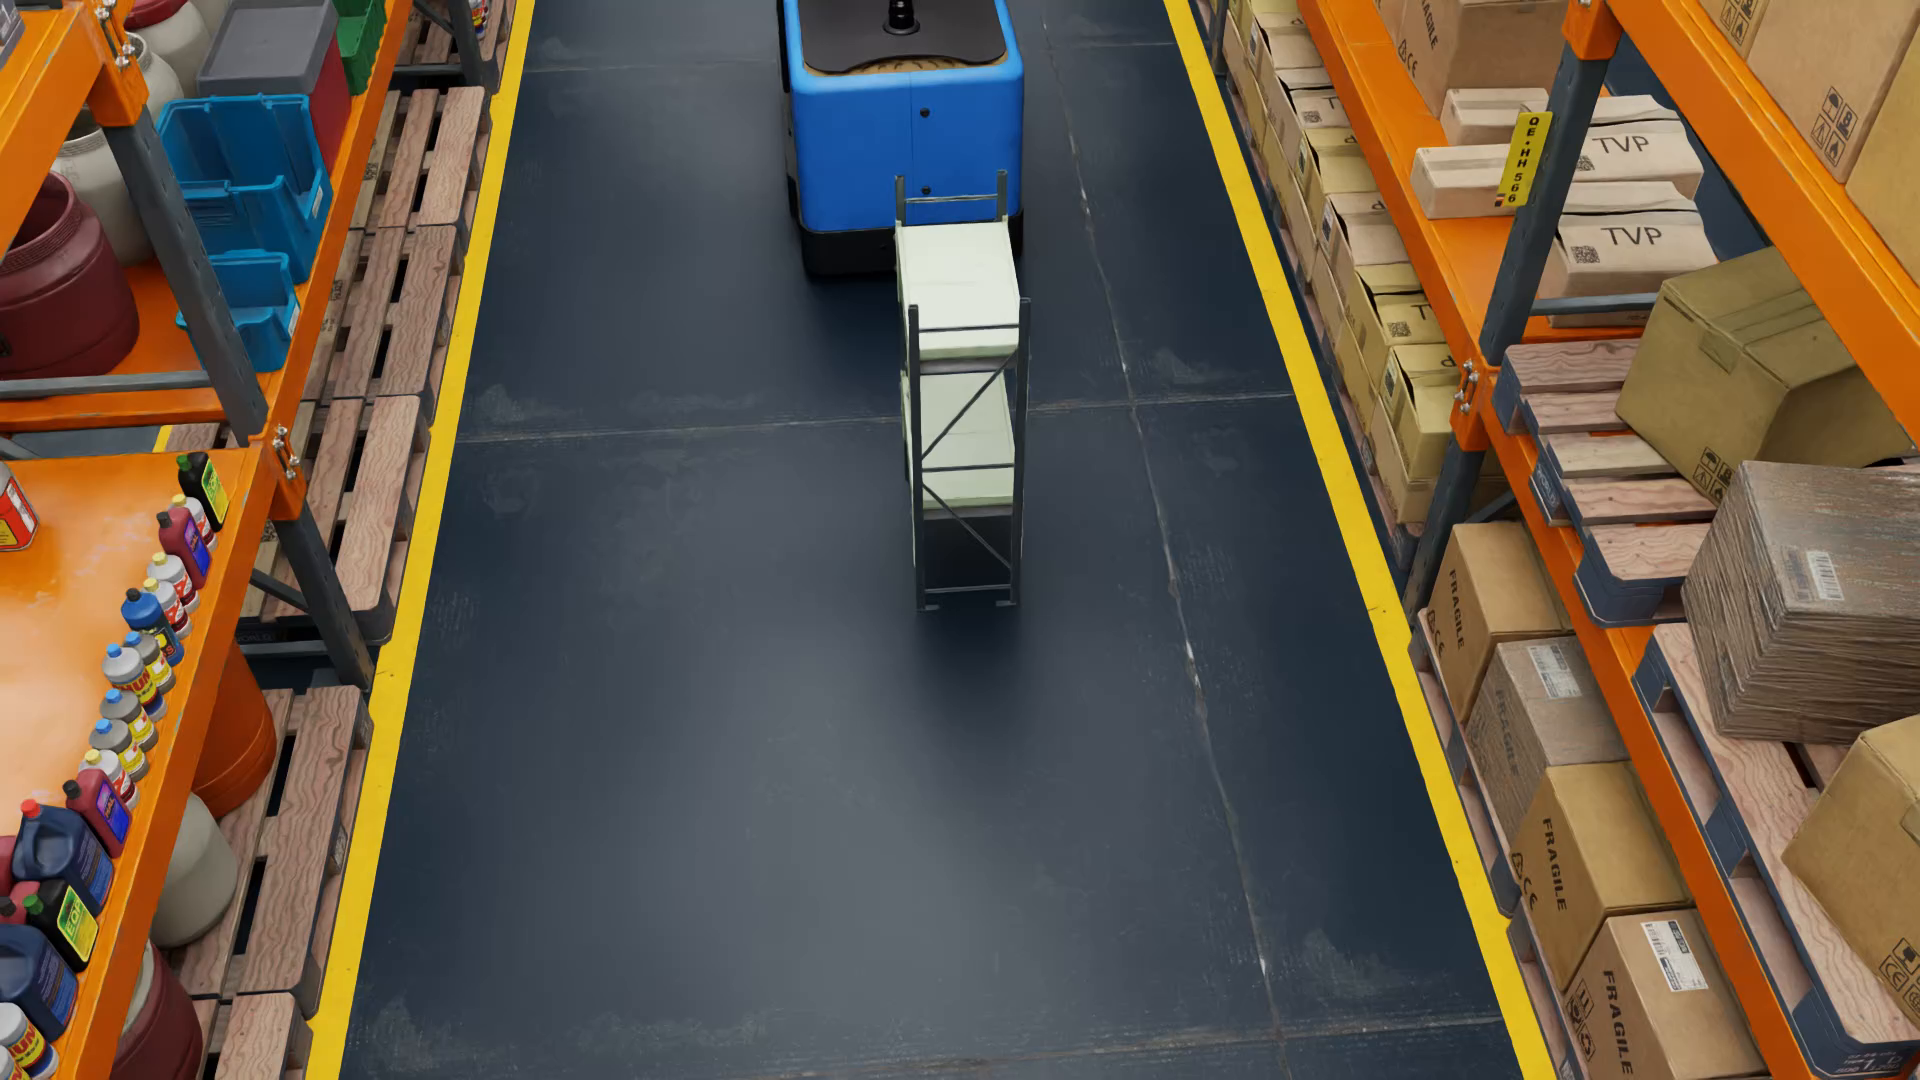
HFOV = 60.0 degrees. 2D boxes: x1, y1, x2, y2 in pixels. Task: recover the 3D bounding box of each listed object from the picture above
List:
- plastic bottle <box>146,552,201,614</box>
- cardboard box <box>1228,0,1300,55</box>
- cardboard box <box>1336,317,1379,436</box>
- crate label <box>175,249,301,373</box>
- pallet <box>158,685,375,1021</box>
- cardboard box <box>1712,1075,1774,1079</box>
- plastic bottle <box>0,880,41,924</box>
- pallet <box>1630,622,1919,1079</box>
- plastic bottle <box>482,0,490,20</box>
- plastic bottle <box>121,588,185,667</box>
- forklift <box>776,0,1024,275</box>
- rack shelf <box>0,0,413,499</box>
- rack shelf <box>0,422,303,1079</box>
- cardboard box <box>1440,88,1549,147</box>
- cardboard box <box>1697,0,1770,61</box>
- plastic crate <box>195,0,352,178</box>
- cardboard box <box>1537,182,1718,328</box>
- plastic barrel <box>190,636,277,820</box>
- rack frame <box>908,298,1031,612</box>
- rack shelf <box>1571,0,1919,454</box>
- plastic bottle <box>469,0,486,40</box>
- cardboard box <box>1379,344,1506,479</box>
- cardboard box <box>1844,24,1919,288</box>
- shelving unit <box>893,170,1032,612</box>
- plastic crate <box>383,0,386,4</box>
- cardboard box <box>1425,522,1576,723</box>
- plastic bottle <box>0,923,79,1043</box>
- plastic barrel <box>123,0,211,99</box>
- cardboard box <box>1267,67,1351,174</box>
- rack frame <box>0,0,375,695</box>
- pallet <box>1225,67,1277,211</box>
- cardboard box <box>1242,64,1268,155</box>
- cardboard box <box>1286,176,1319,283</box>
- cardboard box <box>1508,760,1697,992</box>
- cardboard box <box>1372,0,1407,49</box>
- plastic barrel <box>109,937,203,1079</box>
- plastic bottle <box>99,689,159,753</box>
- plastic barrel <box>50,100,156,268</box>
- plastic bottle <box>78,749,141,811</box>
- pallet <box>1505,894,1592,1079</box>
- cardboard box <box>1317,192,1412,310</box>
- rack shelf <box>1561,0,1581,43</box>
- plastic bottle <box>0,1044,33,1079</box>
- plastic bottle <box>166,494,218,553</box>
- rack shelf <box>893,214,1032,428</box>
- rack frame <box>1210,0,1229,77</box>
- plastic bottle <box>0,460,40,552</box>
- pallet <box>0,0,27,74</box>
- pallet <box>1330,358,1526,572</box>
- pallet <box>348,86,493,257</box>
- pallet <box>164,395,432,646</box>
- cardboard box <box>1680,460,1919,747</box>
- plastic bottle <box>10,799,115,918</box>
[{"bbox_3d":[-2.235,0.115,4.712,0.097,0.201,0.097,0,47,0],"label":"plastic bottle"},{"bbox_3d":[1.683,-2.741,8.499,0.500,0.311,0.500,-3,47,-3],"label":"cardboard box"},{"bbox_3d":[1.897,-0.707,6.958,0.500,0.250,0.500,-4,47,-4],"label":"cardboard box"},{"bbox_3d":[-2.367,-0.741,5.502,0.303,0.233,0.416,-3,47,-3],"label":"crate label"},{"bbox_3d":[-2.598,1.055,5.605,1.003,0.211,1.213,-3,47,-3],"label":"pallet"},{"bbox_3d":[2.164,1.772,4.425,0.500,0.500,0.500,-3,47,-3],"label":"cardboard box"},{"bbox_3d":[-2.185,0.896,3.916,0.061,0.283,0.133,-3,47,-3],"label":"plastic bottle"},{"bbox_3d":[2.398,0.703,4.151,1.003,0.211,1.213,-3,47,-3],"label":"pallet"},{"bbox_3d":[-2.647,-2.959,9.111,0.097,0.201,0.097,0,47,0],"label":"plastic bottle"},{"bbox_3d":[-2.219,0.232,4.553,0.097,0.271,0.097,0,47,0],"label":"plastic bottle"},{"bbox_3d":[-0.396,-3.336,7.891,1.130,2.935,3.031,-5,47,-5],"label":"forklift"},{"bbox_3d":[-2.873,-1.671,6.762,1.077,0.370,4.000,-3,47,-3],"label":"rack shelf"},{"bbox_3d":[-2.538,1.223,4.021,1.077,0.370,4.000,-3,47,-3],"label":"rack shelf"},{"bbox_3d":[2.068,-1.603,6.375,0.380,0.149,0.250,0,47,0],"label":"cardboard box"},{"bbox_3d":[2.301,-1.522,3.991,0.910,0.500,0.500,-3,47,-3],"label":"cardboard box"},{"bbox_3d":[-2.536,-1.681,6.232,0.402,0.464,0.583,-3,47,-3],"label":"plastic crate"},{"bbox_3d":[2.244,-1.005,5.697,0.500,0.311,0.500,-1,47,-1],"label":"cardboard box"},{"bbox_3d":[-2.647,0.483,5.432,0.600,0.830,0.708,-3,47,-3],"label":"plastic barrel"},{"bbox_3d":[0.030,-0.256,5.959,0.400,1.500,0.023,-3,47,-3],"label":"rack frame"},{"bbox_3d":[2.399,-0.107,3.215,1.077,0.370,4.000,-3,47,-3],"label":"rack shelf"},{"bbox_3d":[-2.630,-2.836,8.946,0.097,0.271,0.097,0,47,0],"label":"plastic bottle"},{"bbox_3d":[1.942,-0.526,6.400,0.500,0.311,0.500,-2,47,-2],"label":"cardboard box"},{"bbox_3d":[2.387,-0.777,3.285,0.910,0.500,0.500,-3,47,-3],"label":"cardboard box"},{"bbox_3d":[-0.001,-0.521,6.210,0.431,1.500,0.755,-3,47,-3],"label":"shelving unit"},{"bbox_3d":[-2.638,-2.581,7.139,0.392,0.384,0.575,-3,47,-3],"label":"plastic crate"},{"bbox_3d":[1.984,0.285,5.833,0.500,0.500,0.500,-2,47,-2],"label":"cardboard box"},{"bbox_3d":[-2.152,0.987,3.783,0.144,0.351,0.185,-3,47,-3],"label":"plastic bottle"},{"bbox_3d":[-3.081,-1.863,6.355,0.433,0.535,0.433,0,47,0],"label":"plastic barrel"},{"bbox_3d":[1.764,-2.005,7.801,0.500,0.311,0.500,-5,47,-5],"label":"cardboard box"},{"bbox_3d":[-2.705,-0.471,5.131,1.000,3.000,0.127,-3,47,-3],"label":"rack frame"},{"bbox_3d":[1.997,-2.174,8.664,1.003,0.211,1.213,-3,47,-3],"label":"pallet"},{"bbox_3d":[1.725,-2.186,8.359,0.500,0.250,0.500,-2,47,-2],"label":"cardboard box"},{"bbox_3d":[1.812,-1.443,7.655,0.500,0.250,0.500,-3,47,-3],"label":"cardboard box"},{"bbox_3d":[2.071,1.027,5.130,0.500,0.500,0.500,-4,47,-4],"label":"cardboard box"},{"bbox_3d":[2.030,-2.398,6.886,0.500,0.500,0.500,-3,47,-3],"label":"cardboard box"},{"bbox_3d":[-2.553,1.383,4.746,0.600,0.588,0.708,-3,47,-3],"label":"plastic barrel"},{"bbox_3d":[-2.195,0.467,4.378,0.097,0.201,0.097,0,47,0],"label":"plastic bottle"},{"bbox_3d":[-3.004,-1.241,5.783,0.421,0.512,0.421,0,47,0],"label":"plastic barrel"},{"bbox_3d":[-2.178,0.608,4.245,0.097,0.201,0.097,0,47,0],"label":"plastic bottle"},{"bbox_3d":[2.355,1.612,5.078,1.003,0.211,1.213,-3,47,-3],"label":"pallet"},{"bbox_3d":[1.852,-1.267,7.102,0.500,0.311,0.500,-4,47,-4],"label":"cardboard box"},{"bbox_3d":[2.064,-3.001,5.956,1.077,0.370,4.000,-3,47,-3],"label":"rack shelf"},{"bbox_3d":[-2.109,1.186,3.650,0.097,0.271,0.097,0,47,0],"label":"plastic bottle"},{"bbox_3d":[-2.255,-0.052,4.870,0.097,0.201,0.097,0,47,0],"label":"plastic bottle"},{"bbox_3d":[-0.001,-0.789,5.927,0.431,0.370,0.720,-3,47,-3],"label":"rack shelf"},{"bbox_3d":[1.896,-3.664,8.154,1.000,3.000,0.127,-3,47,-3],"label":"rack frame"},{"bbox_3d":[-2.840,-0.105,4.869,0.152,0.276,0.135,-3,47,-3],"label":"plastic bottle"},{"bbox_3d":[-2.739,-0.879,3.580,1.003,0.211,1.213,-3,47,-3],"label":"pallet"},{"bbox_3d":[2.201,-0.409,6.992,1.003,0.211,1.213,-3,47,-3],"label":"pallet"},{"bbox_3d":[-2.936,-1.841,8.348,1.003,0.211,1.213,-3,47,-3],"label":"pallet"},{"bbox_3d":[-2.731,-0.075,6.676,1.003,0.211,1.213,-3,47,-3],"label":"pallet"},{"bbox_3d":[2.282,0.174,4.162,0.700,0.500,0.500,4,47,4],"label":"cardboard box"},{"bbox_3d":[-2.179,0.757,4.001,0.144,0.351,0.185,-3,47,-3],"label":"plastic bottle"}]
